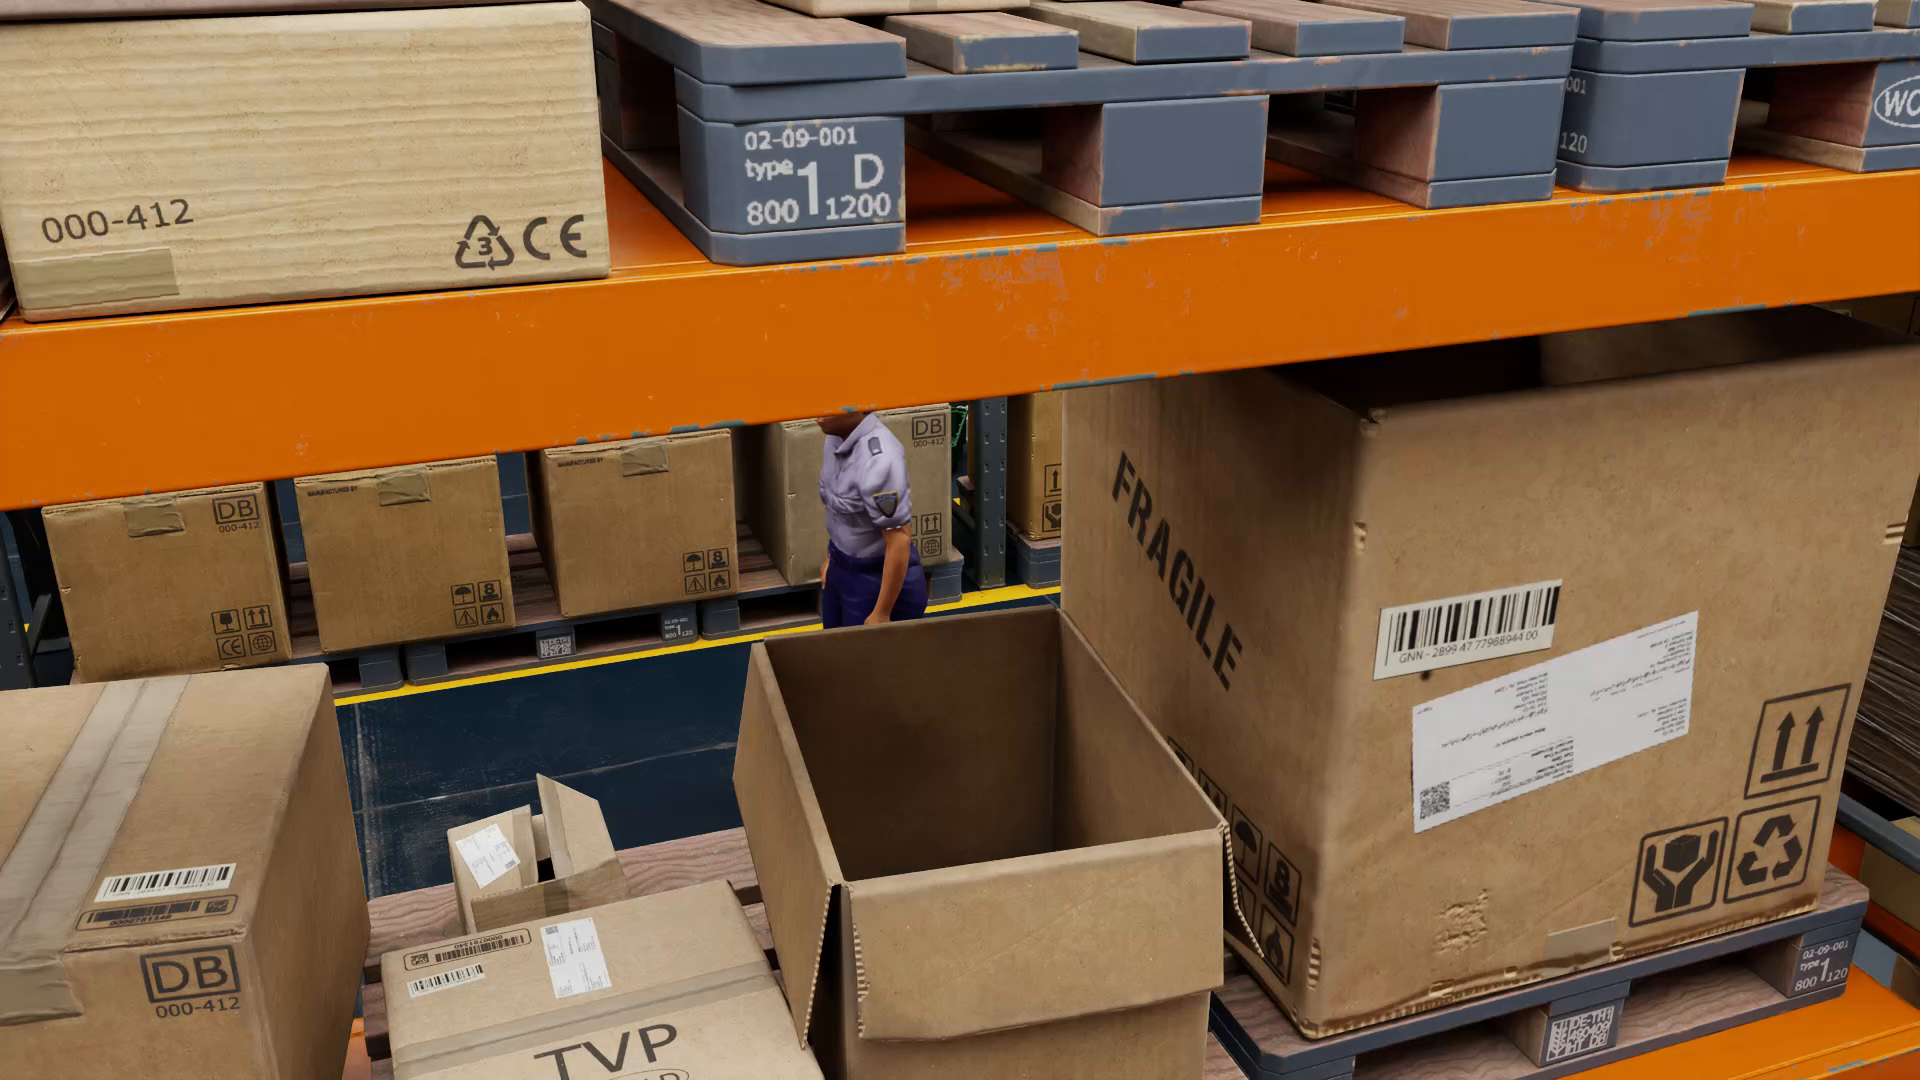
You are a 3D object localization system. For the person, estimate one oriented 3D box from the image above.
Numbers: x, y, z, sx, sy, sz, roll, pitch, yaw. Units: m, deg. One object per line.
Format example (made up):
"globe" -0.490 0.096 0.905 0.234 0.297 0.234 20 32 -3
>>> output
"person" -0.323 0.167 5.723 0.363 1.637 0.558 -9 24 -21
